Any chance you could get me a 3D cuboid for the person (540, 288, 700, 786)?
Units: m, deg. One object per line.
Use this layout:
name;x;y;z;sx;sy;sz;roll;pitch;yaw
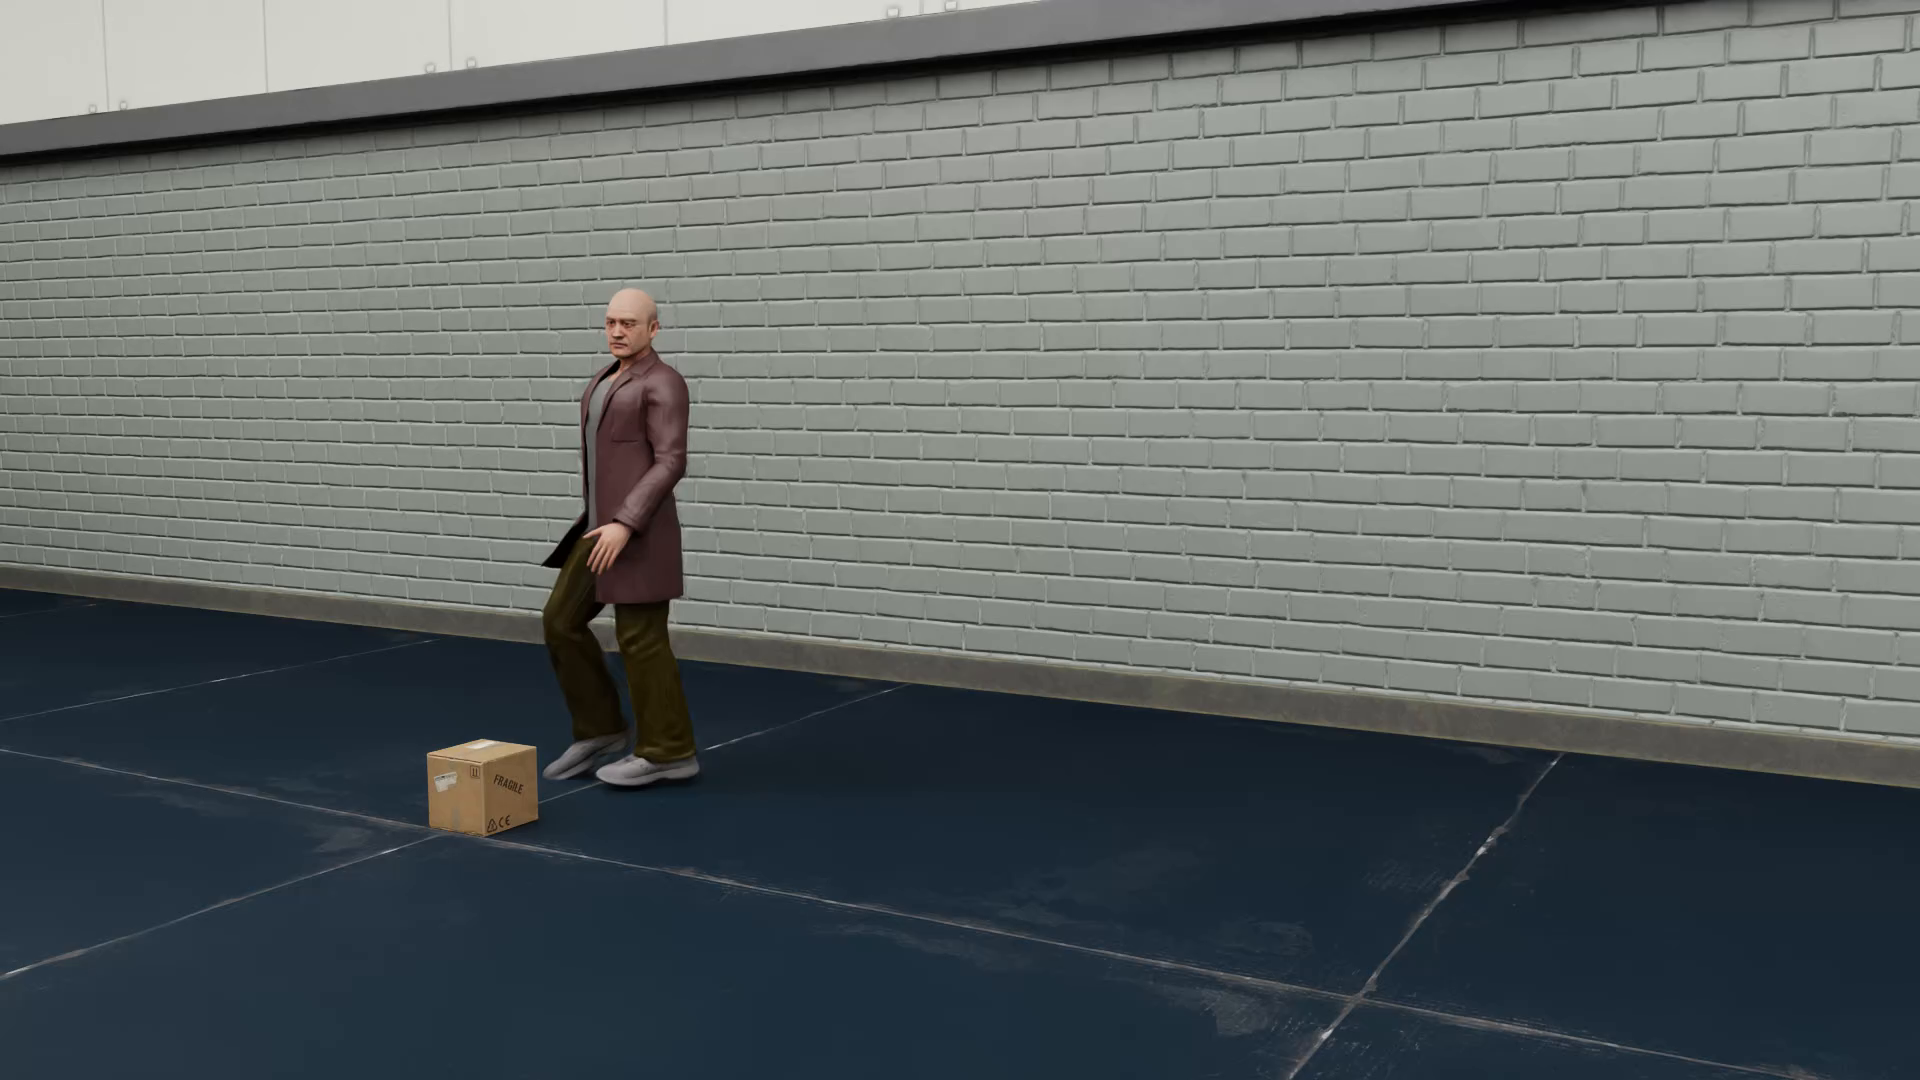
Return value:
person;-1.231;0.004;6.004;0.486;1.805;0.677;-4;7;-31
